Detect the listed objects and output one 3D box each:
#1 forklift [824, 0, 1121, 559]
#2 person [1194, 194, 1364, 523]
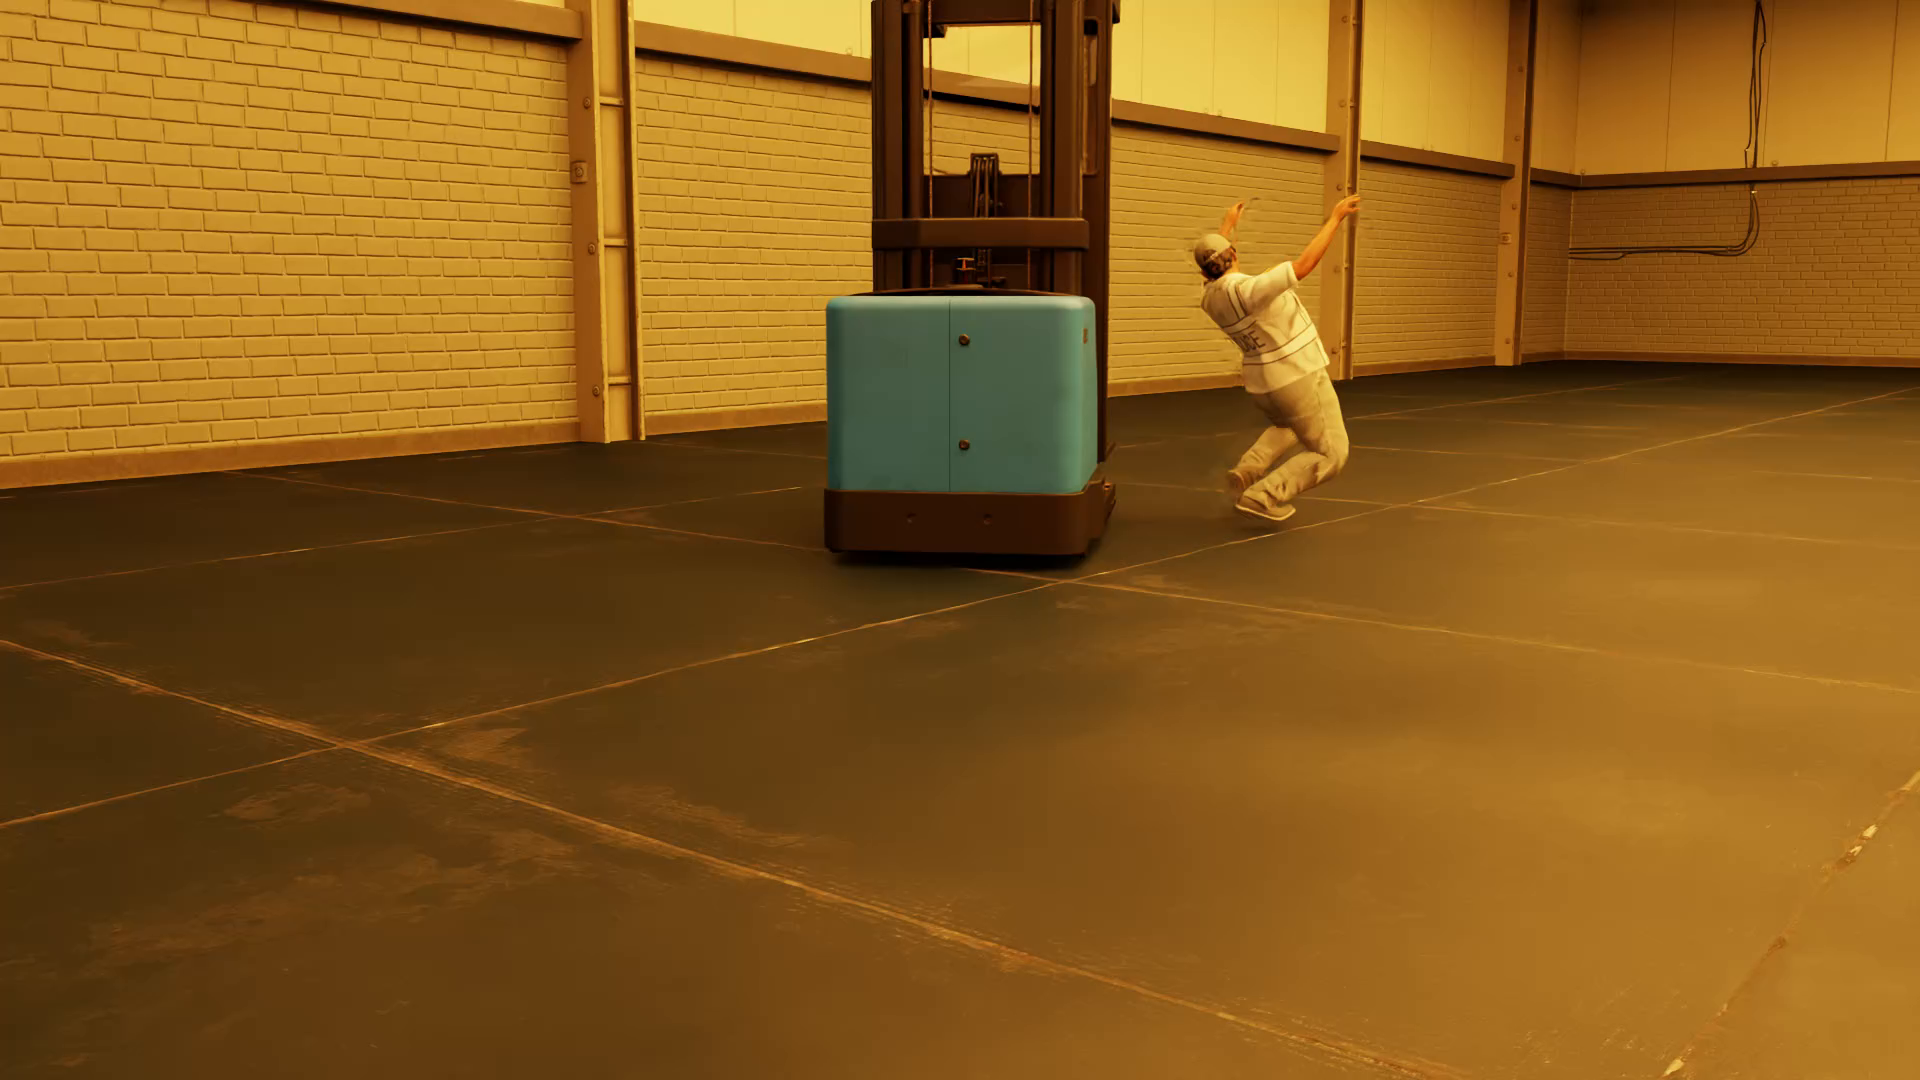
[{"bbox_3d":[0.177,-1.546,7.844,1.130,2.935,3.031,1,8,8],"label":"forklift"},{"bbox_3d":[1.433,-0.839,7.884,0.720,1.545,0.884,-2,9,-16],"label":"person"}]
